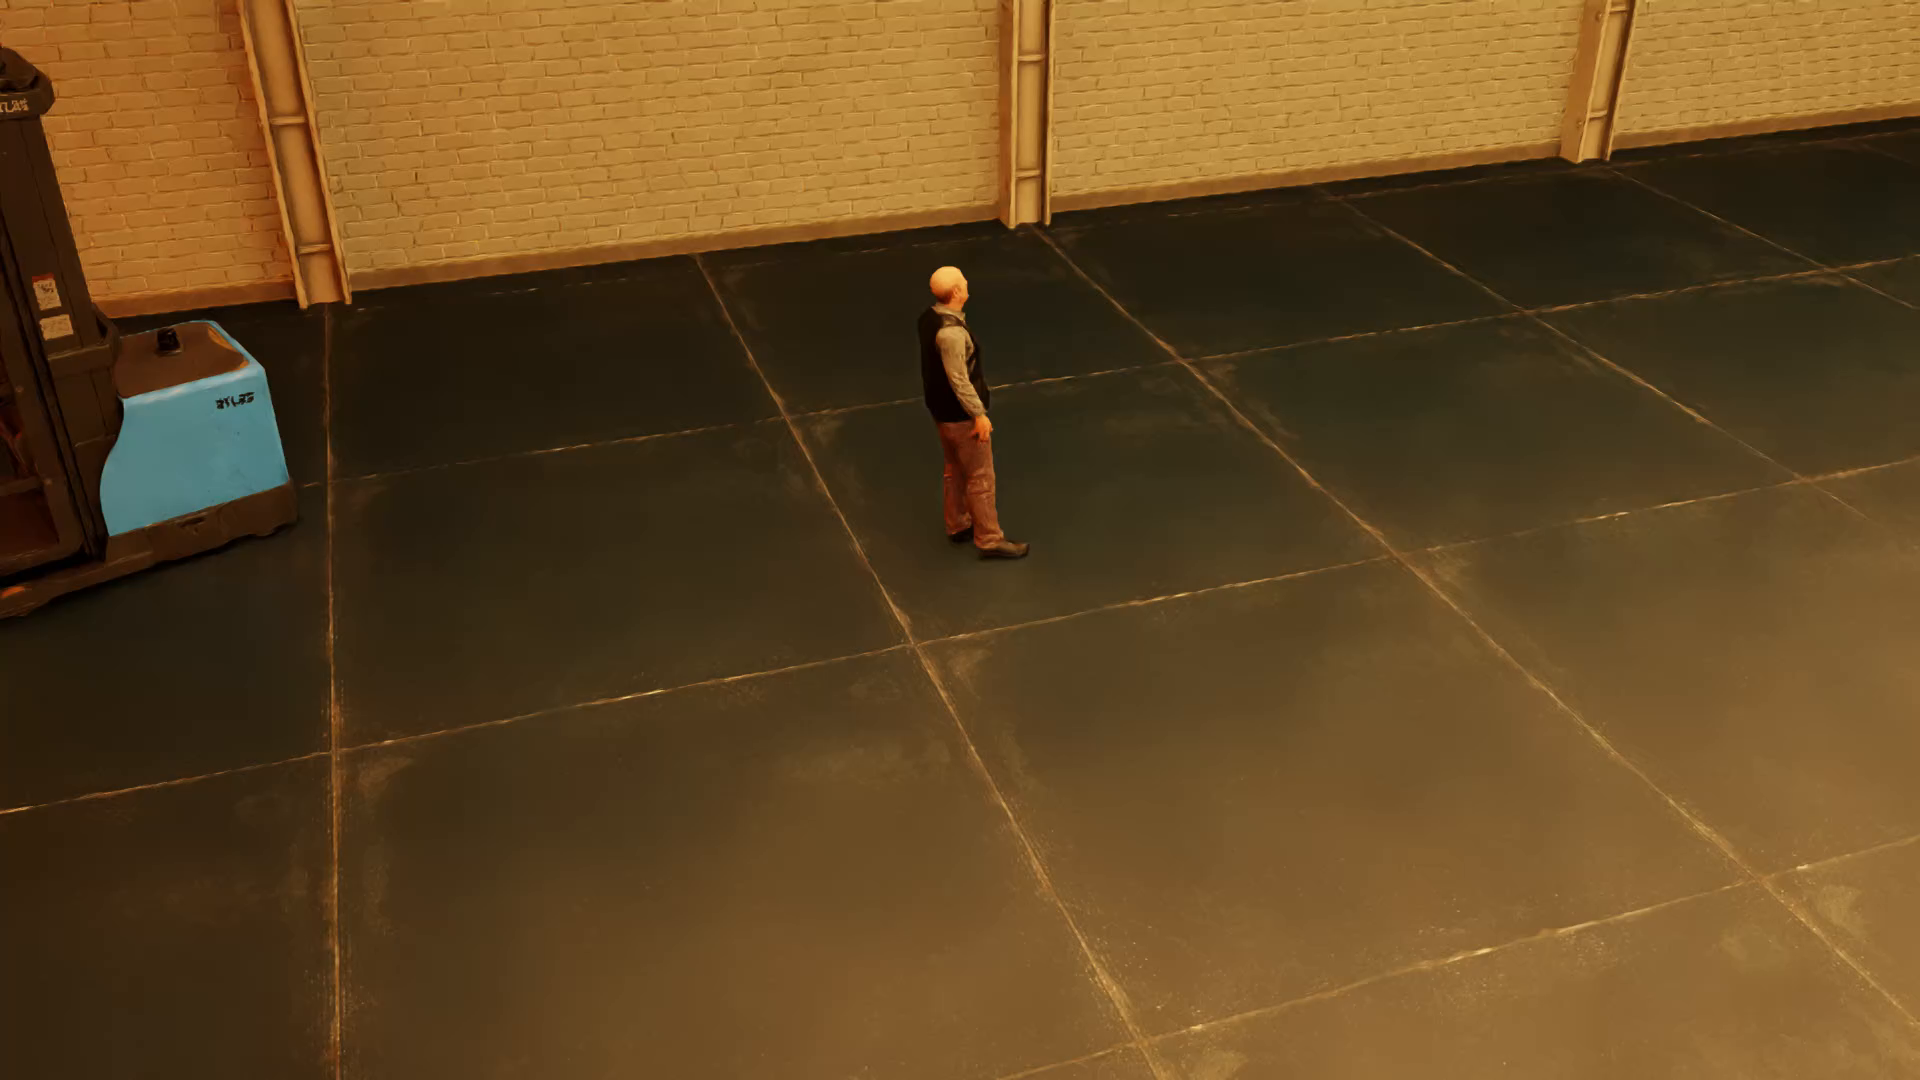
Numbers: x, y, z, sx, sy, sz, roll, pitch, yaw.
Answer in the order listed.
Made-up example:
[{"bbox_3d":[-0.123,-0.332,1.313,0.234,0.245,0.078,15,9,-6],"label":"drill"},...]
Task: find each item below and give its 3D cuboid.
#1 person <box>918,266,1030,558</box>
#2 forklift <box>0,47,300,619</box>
[{"bbox_3d":[0.062,-0.758,9.604,0.567,1.720,0.632,-10,31,-16],"label":"person"},{"bbox_3d":[-5.499,-1.079,8.962,3.031,2.935,1.130,-22,36,-33],"label":"forklift"}]
